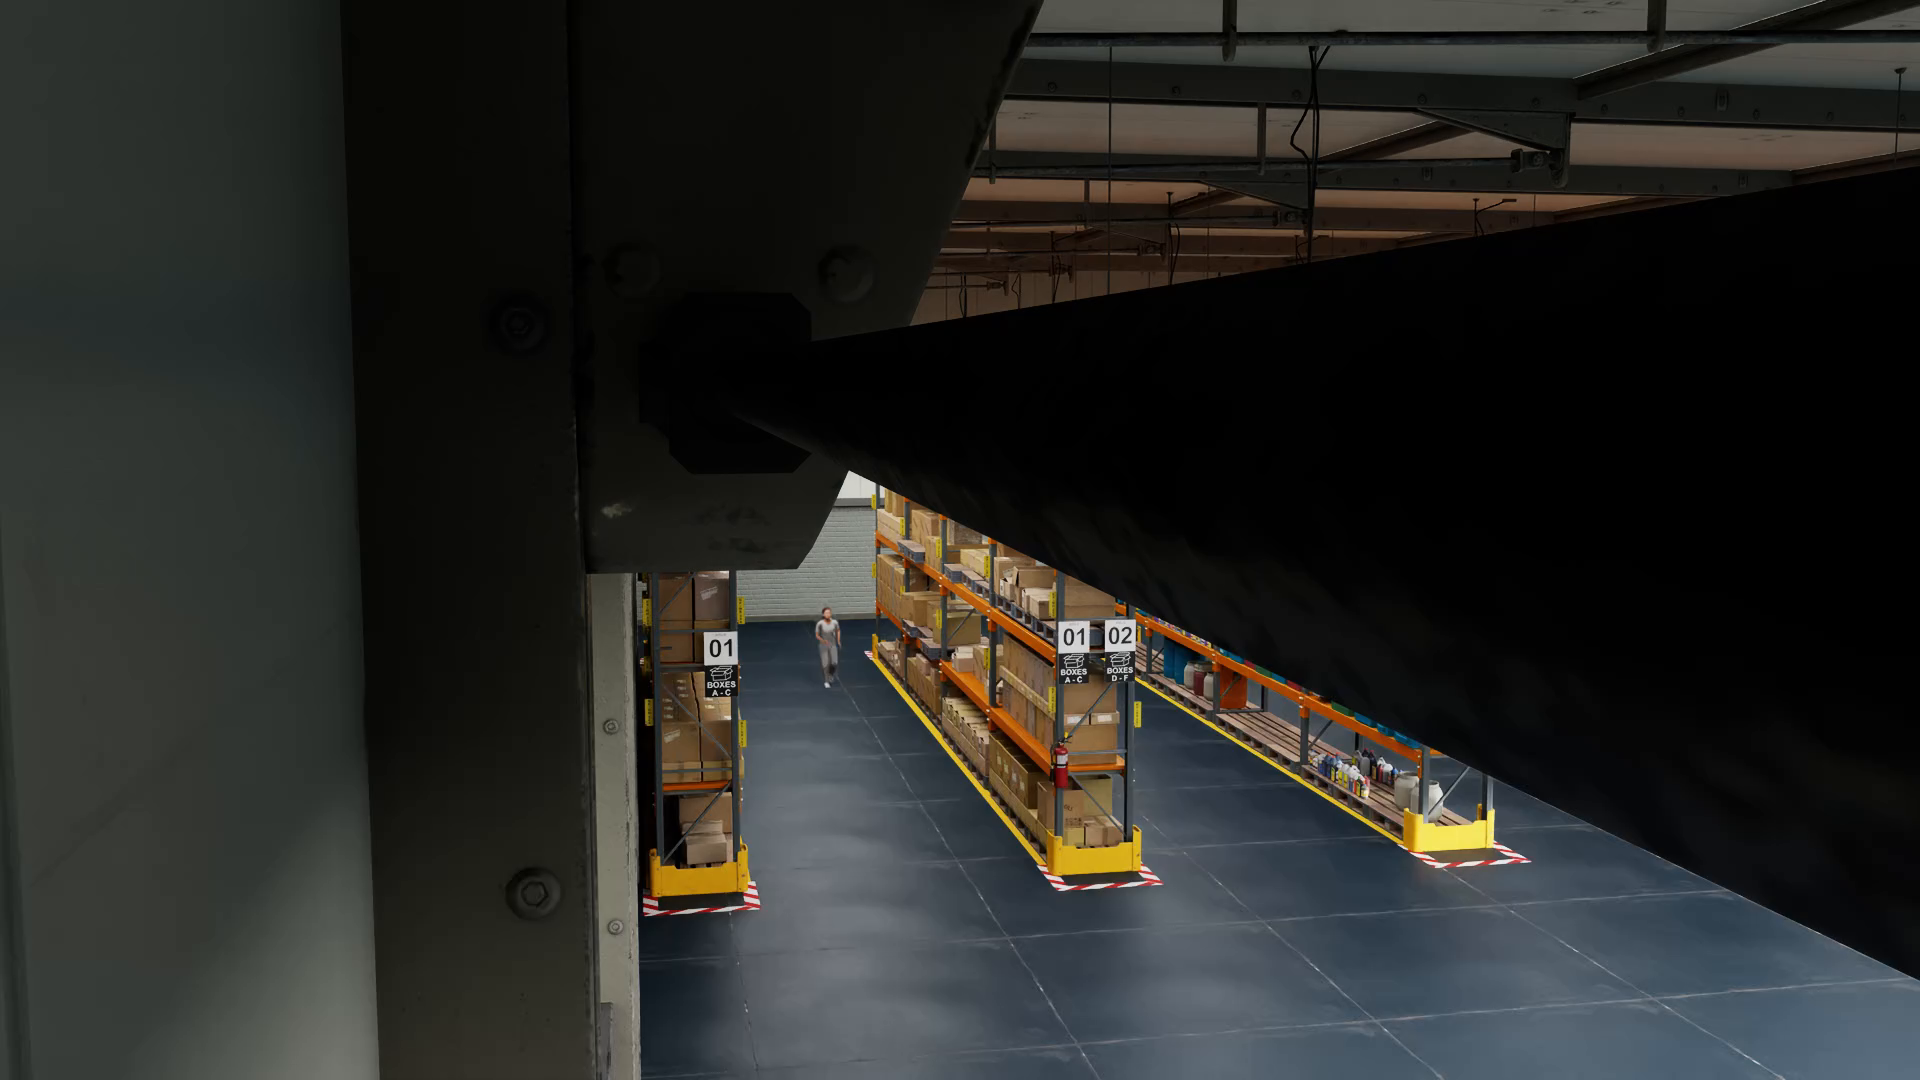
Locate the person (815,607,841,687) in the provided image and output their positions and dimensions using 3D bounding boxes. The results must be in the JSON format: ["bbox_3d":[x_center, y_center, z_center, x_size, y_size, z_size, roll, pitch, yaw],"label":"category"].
[{"bbox_3d":[-2.602,2.135,32.998,0.544,1.624,0.636,-2,6,-16],"label":"person"}]
